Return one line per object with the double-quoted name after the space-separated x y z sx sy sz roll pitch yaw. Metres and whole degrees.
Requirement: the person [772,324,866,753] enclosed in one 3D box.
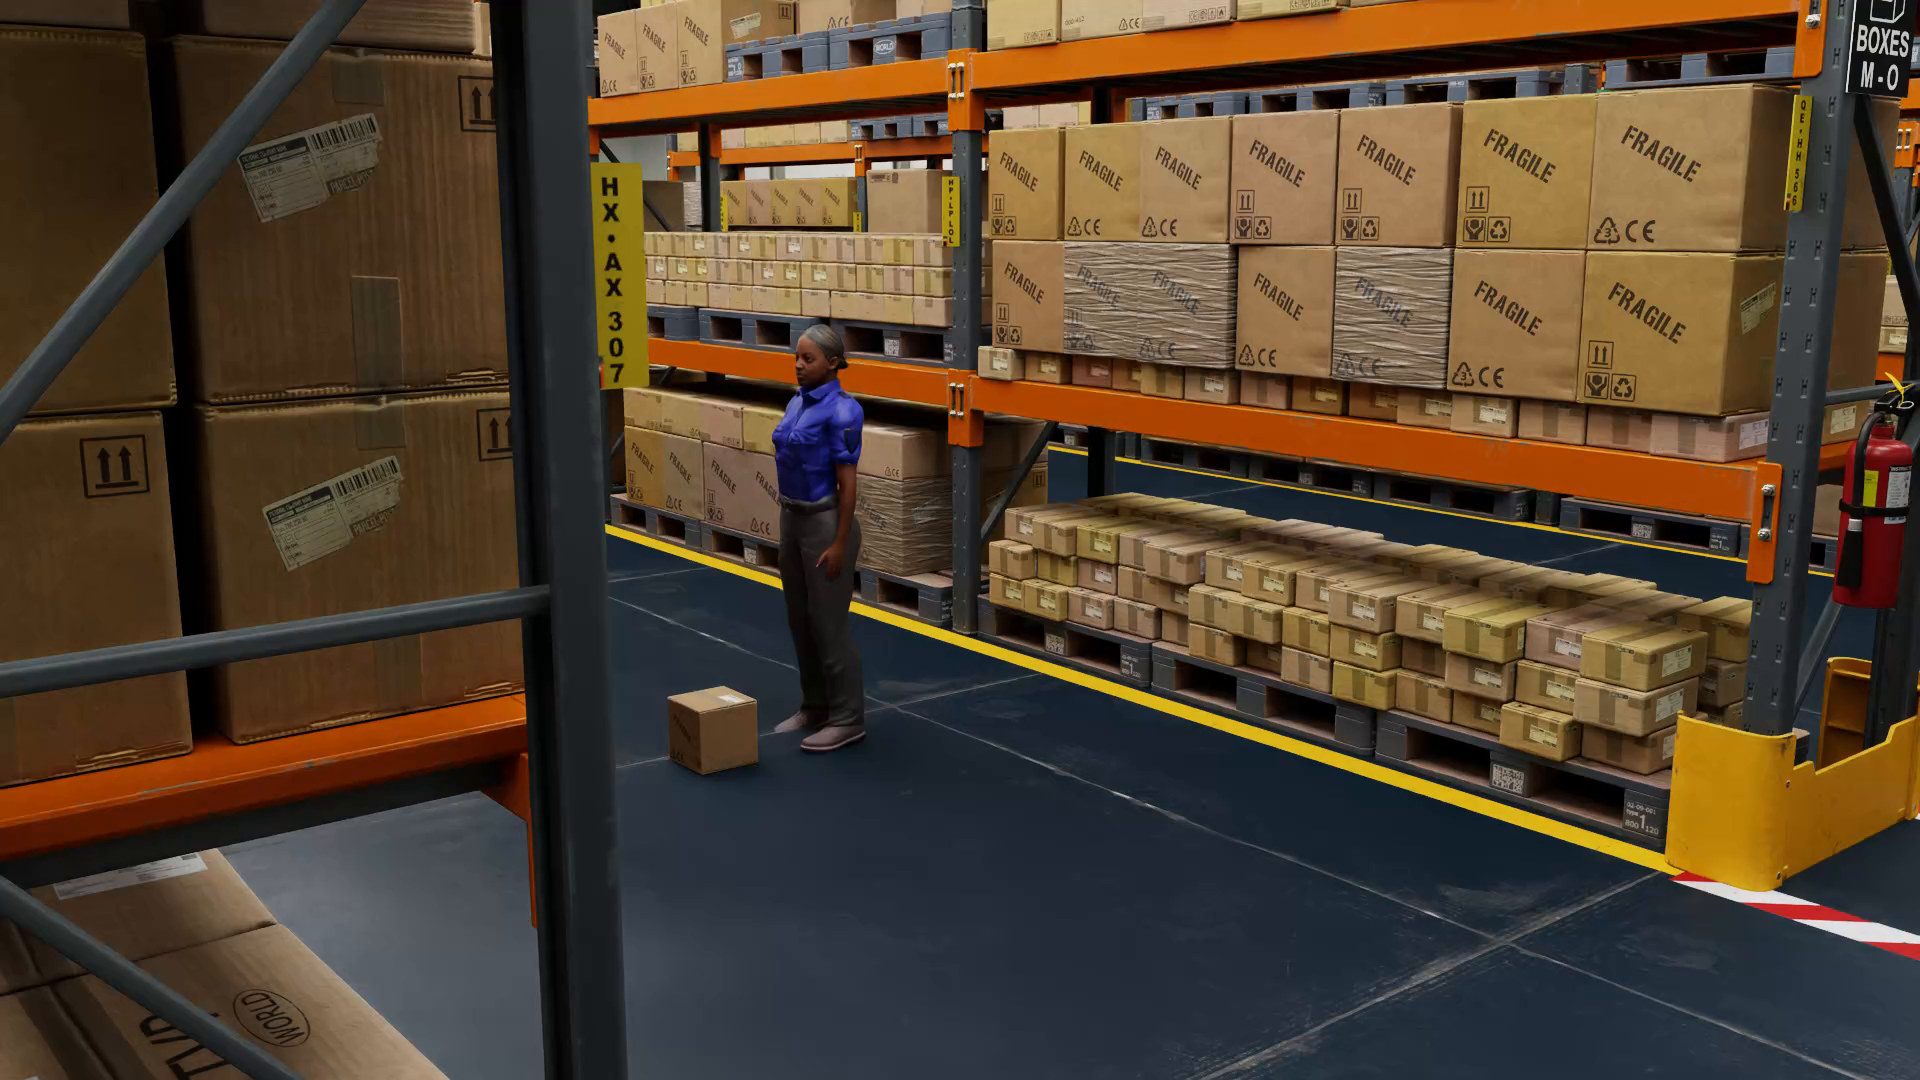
-0.556 0.001 6.539 0.327 1.691 0.461 -8 14 -37 "person"
